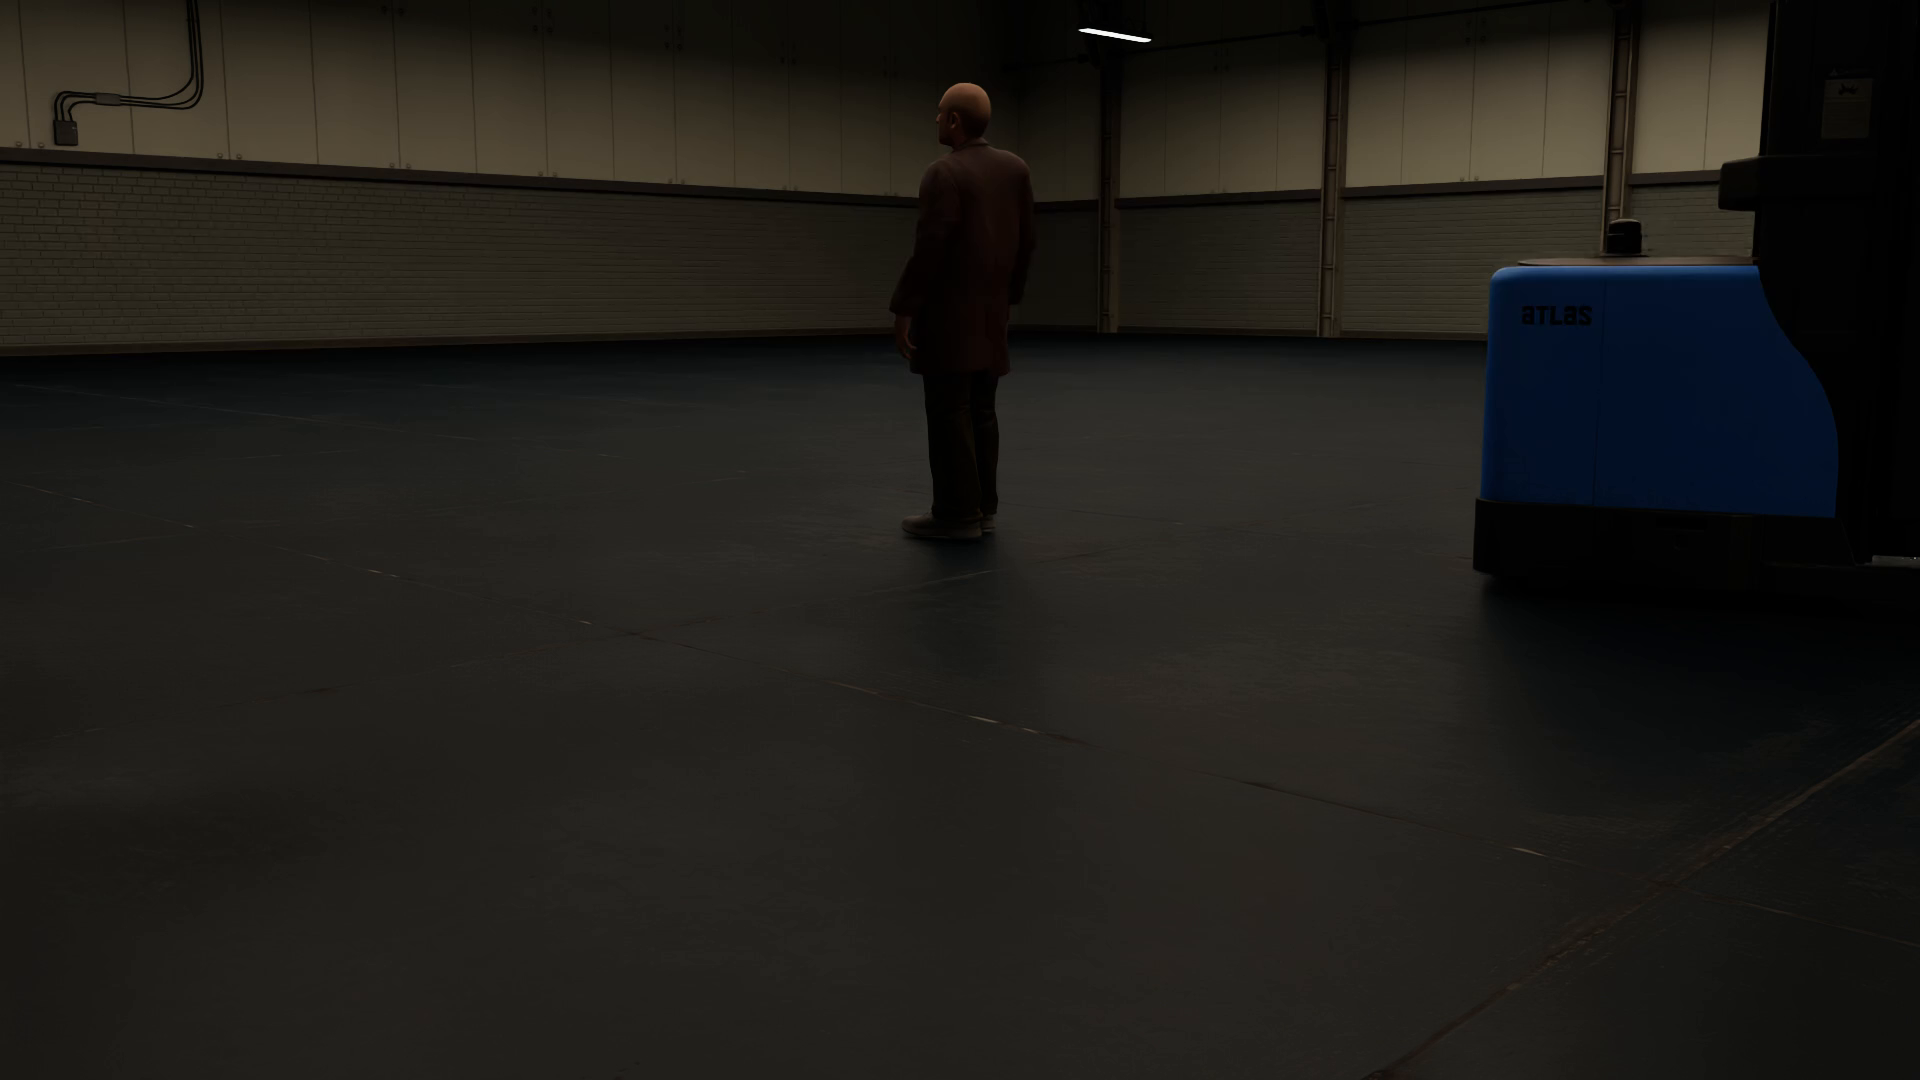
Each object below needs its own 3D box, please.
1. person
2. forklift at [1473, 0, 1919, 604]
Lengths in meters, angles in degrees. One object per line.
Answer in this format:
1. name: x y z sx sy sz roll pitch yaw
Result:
1. person: -0.062 -0.896 6.650 0.582 1.775 0.696 8 12 43
2. forklift: 3.287 -1.251 5.180 3.031 2.935 1.130 4 9 23
